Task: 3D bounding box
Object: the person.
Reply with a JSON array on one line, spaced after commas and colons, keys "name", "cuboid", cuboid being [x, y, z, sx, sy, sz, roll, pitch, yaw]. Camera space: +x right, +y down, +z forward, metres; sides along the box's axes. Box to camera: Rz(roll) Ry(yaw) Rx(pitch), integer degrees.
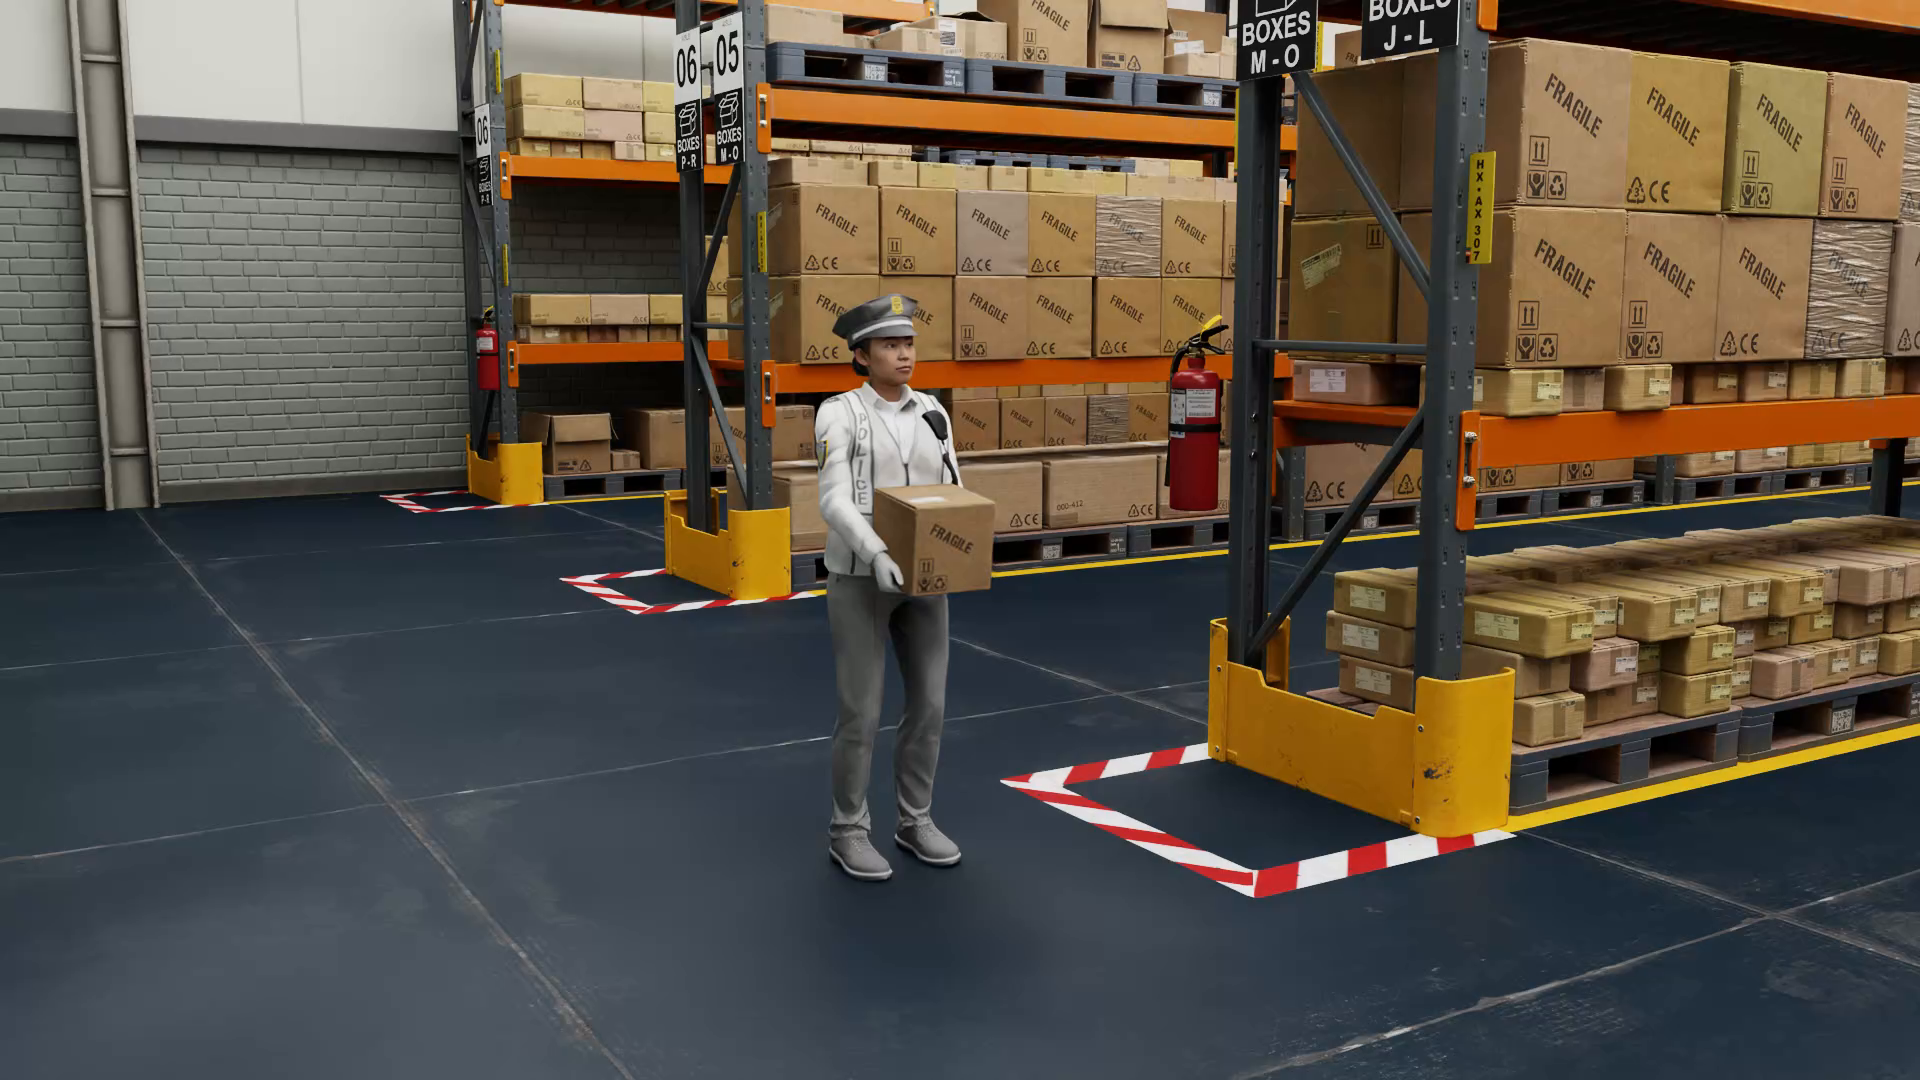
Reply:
[{"name": "person", "cuboid": [-0.178, 0.135, 4.825, 0.459, 1.686, 0.549, -5, 10, -30]}]
